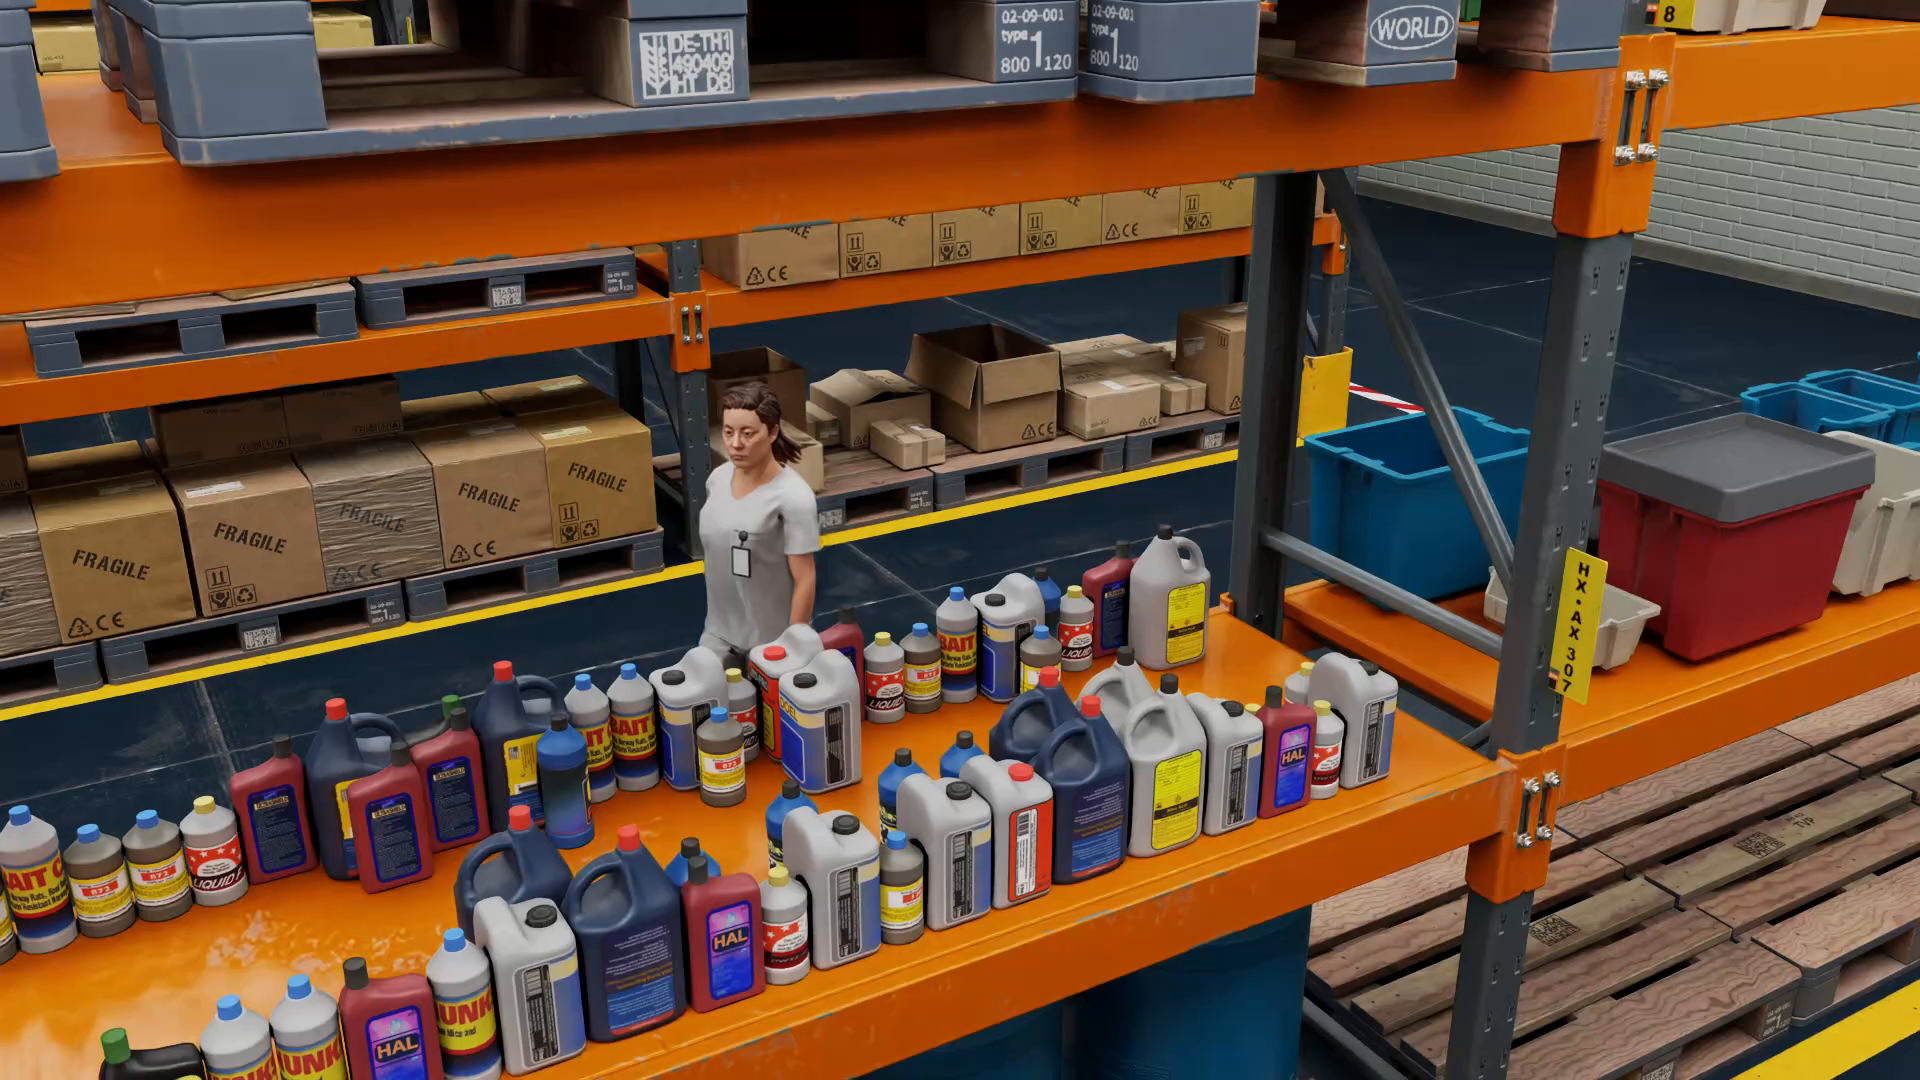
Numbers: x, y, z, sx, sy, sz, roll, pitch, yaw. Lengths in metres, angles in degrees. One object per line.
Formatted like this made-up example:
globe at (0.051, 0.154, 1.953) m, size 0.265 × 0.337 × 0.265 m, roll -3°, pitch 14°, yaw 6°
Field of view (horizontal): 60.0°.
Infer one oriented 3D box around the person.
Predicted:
person at (-0.684, 0.363, 5.255) m, size 0.492 × 1.731 × 0.567 m, roll 14°, pitch 26°, yaw 30°
